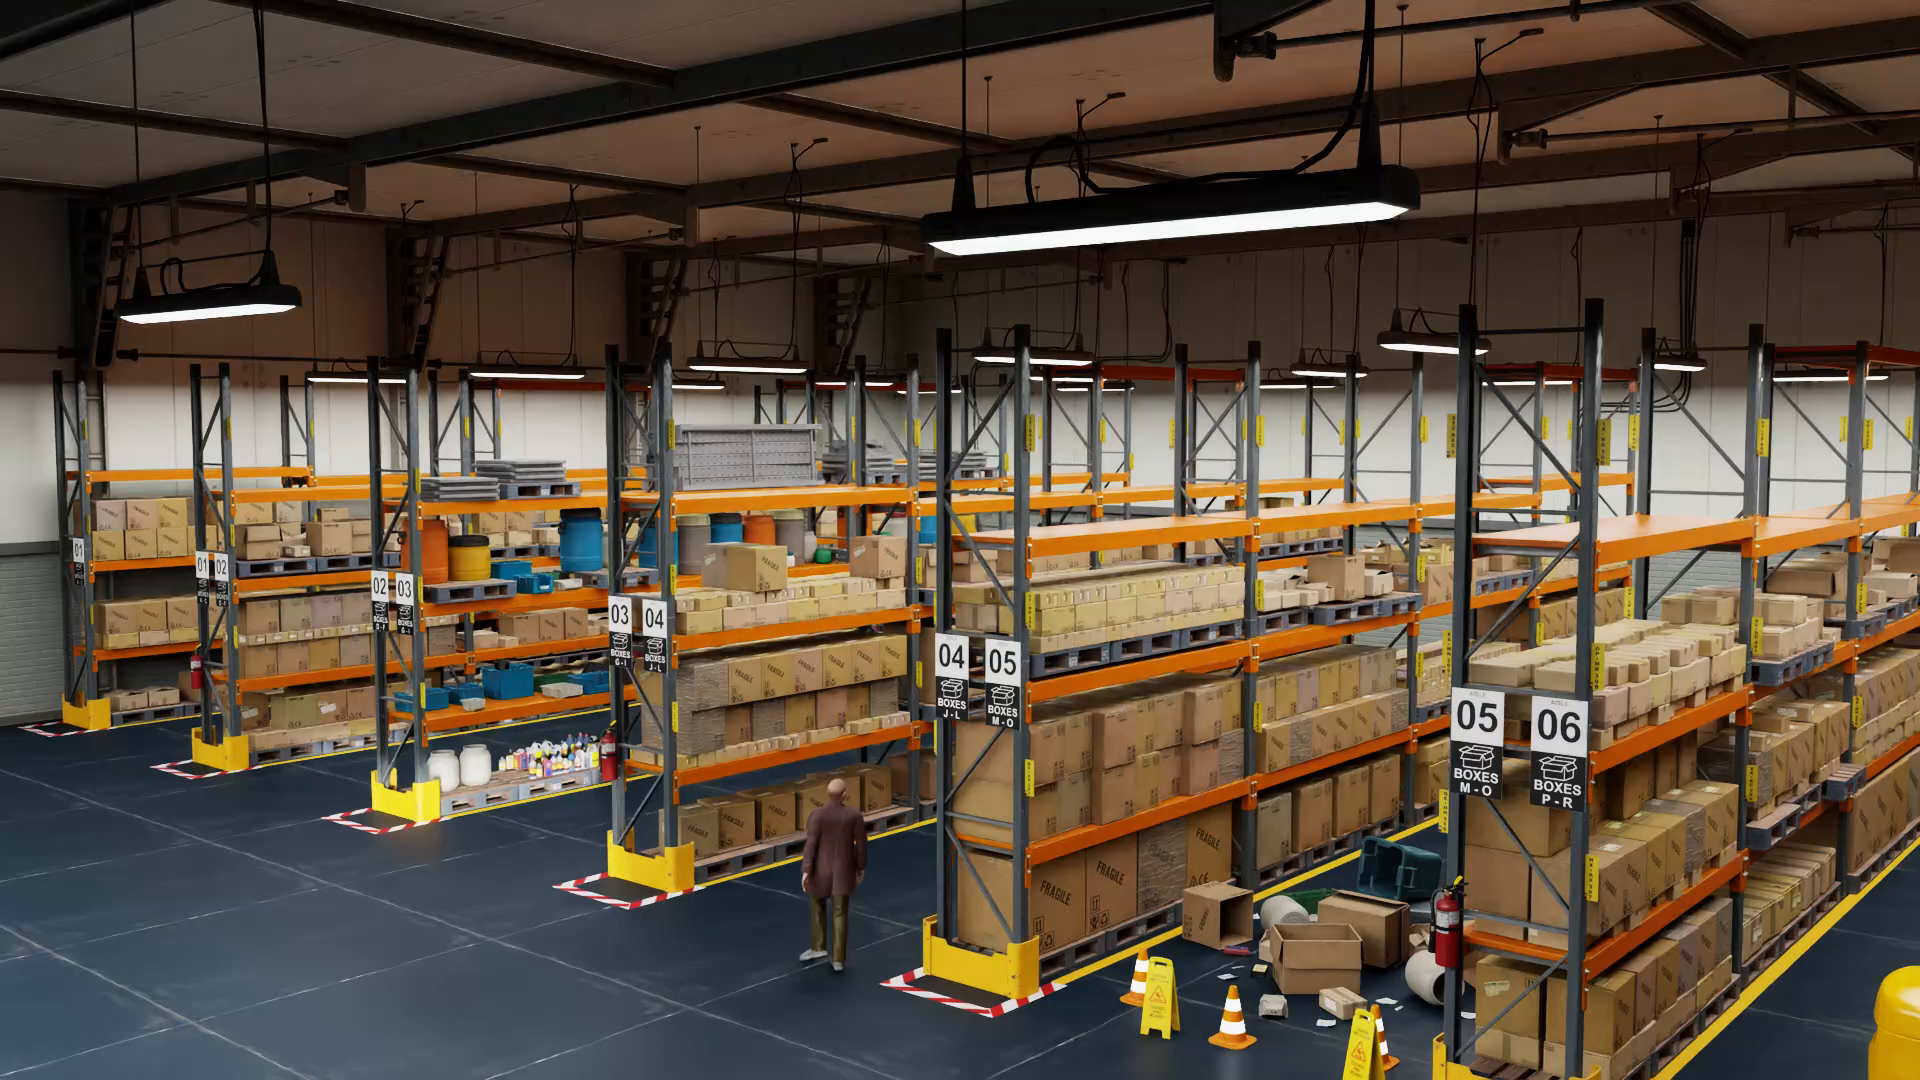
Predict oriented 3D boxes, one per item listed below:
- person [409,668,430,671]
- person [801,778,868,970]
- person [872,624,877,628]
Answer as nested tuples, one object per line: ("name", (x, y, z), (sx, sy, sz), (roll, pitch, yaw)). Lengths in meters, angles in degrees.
("person", (-9.806, 2.157, 29.991), (0.561, 1.737, 0.675), (1, 4, 19))
("person", (-1.196, 3.169, 15.758), (0.656, 1.823, 0.665), (0, 4, -5))
("person", (-1.829, 1.495, 38.435), (0.668, 1.724, 1.034), (4, 5, 41))
